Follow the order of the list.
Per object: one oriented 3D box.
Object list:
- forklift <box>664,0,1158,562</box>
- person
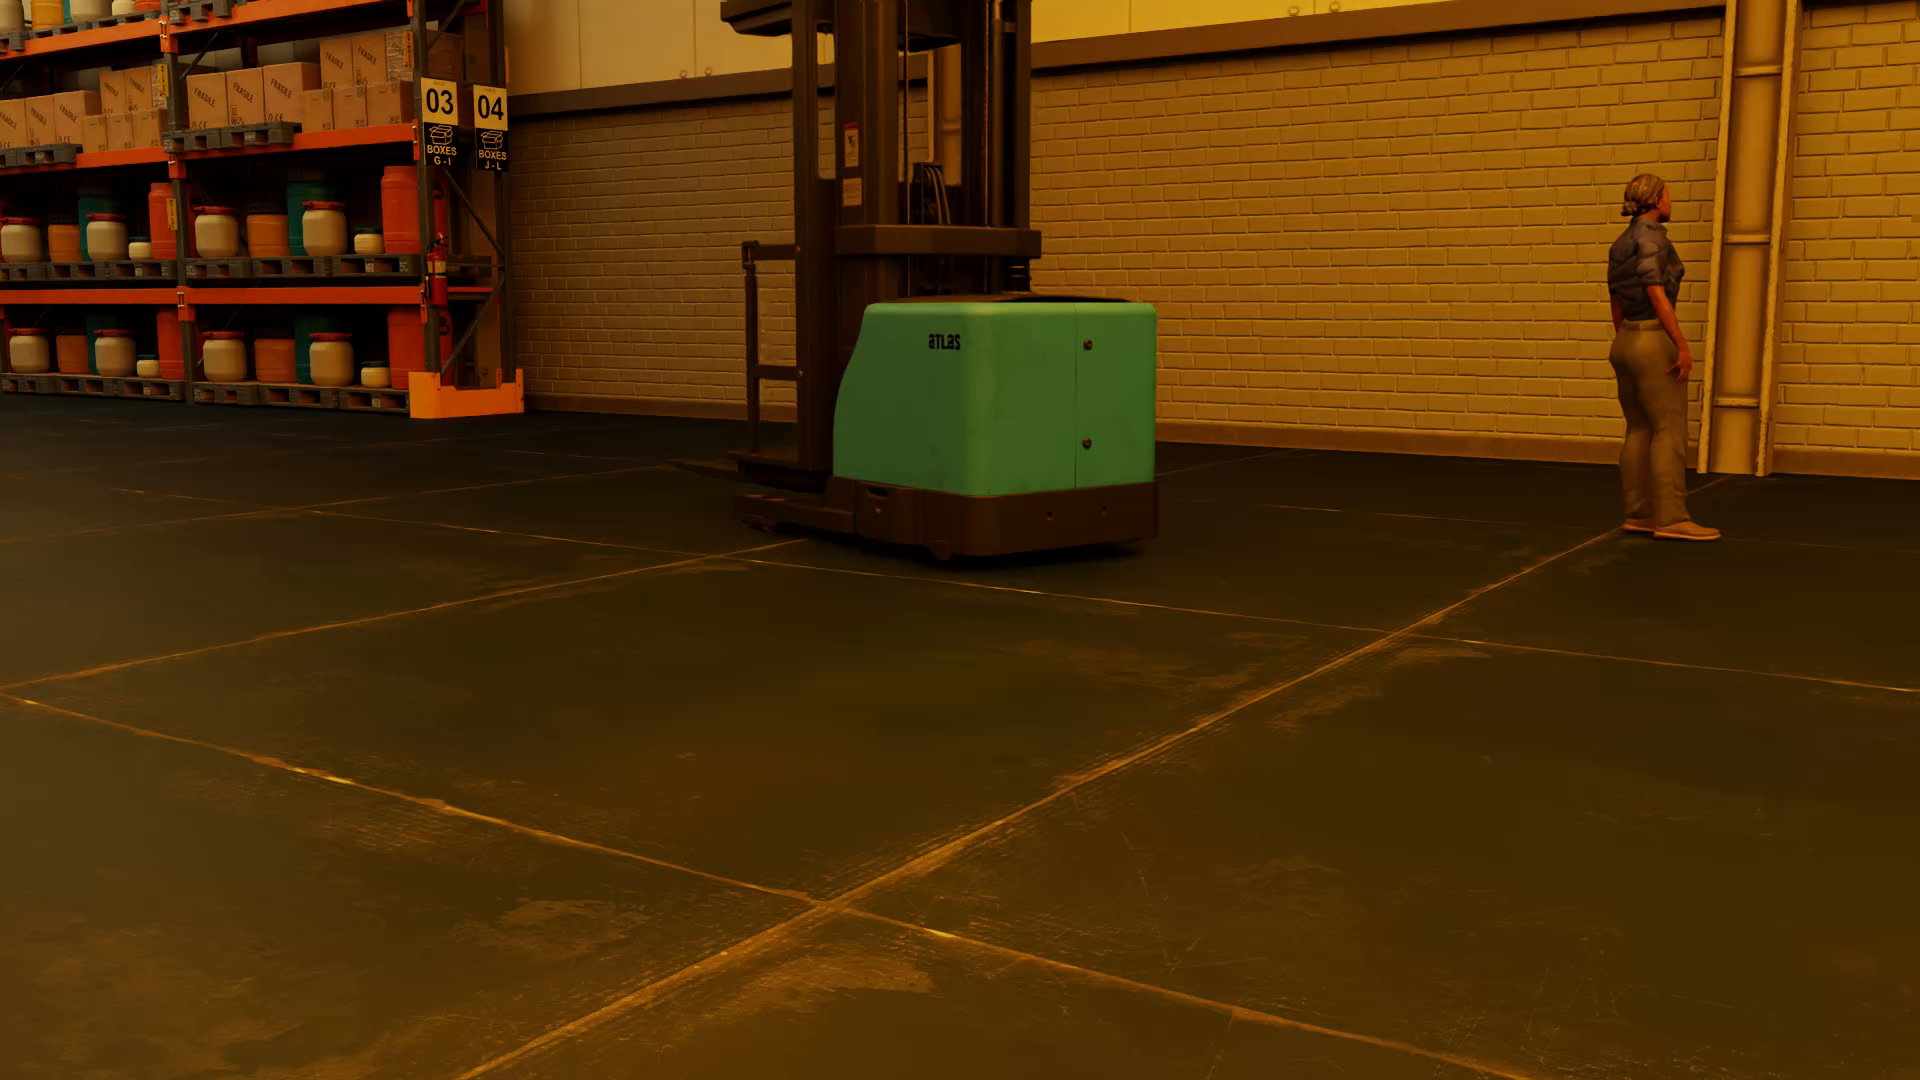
[{"bbox_3d":[-0.434,-1.523,7.905,1.130,2.935,3.031,-6,10,-37],"label":"forklift"},{"bbox_3d":[3.237,-0.842,7.673,0.456,1.669,0.537,0,8,-2],"label":"person"}]
